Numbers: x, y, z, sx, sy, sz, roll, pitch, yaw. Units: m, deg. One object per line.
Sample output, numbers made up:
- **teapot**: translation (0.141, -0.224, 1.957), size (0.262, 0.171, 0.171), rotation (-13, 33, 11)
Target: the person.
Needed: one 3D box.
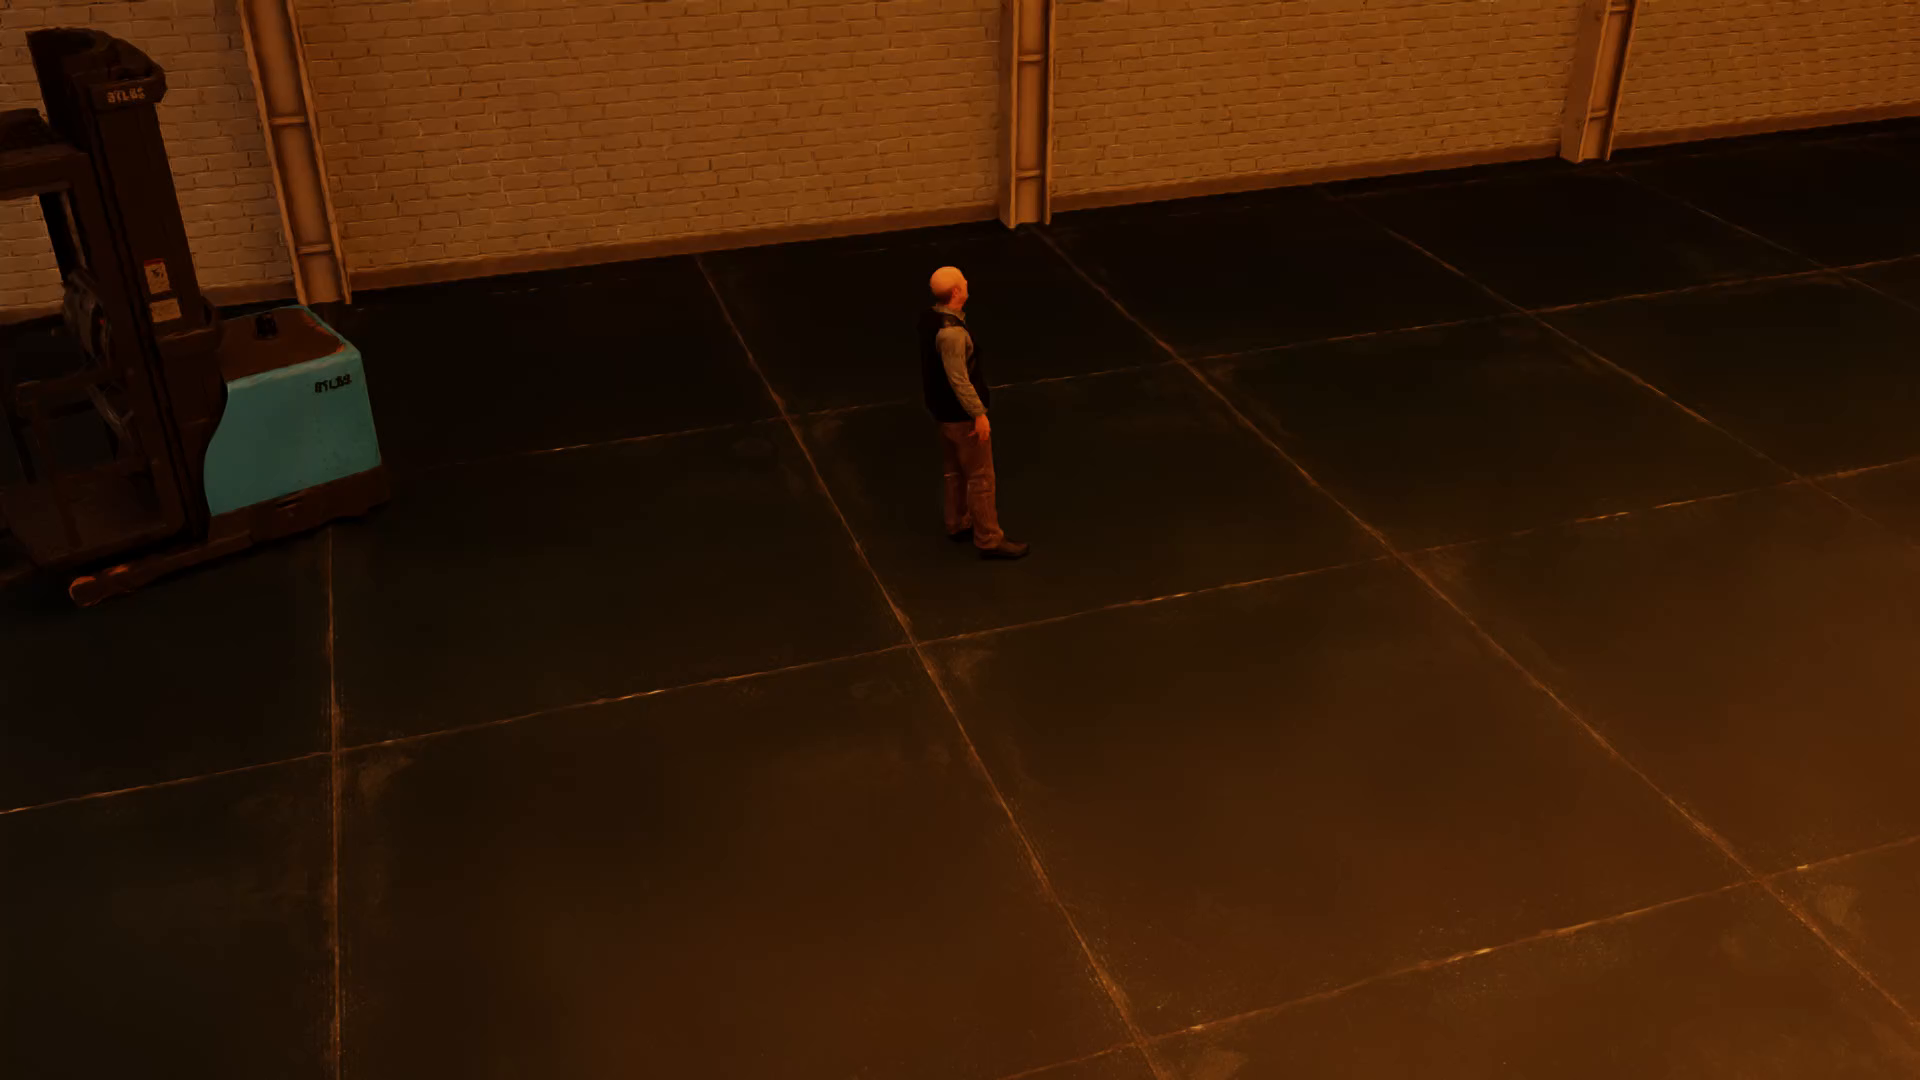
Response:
- **person**: translation (0.062, -0.759, 9.604), size (0.567, 1.720, 0.632), rotation (-10, 31, -16)

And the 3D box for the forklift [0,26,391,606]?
- **forklift**: translation (-5.012, -1.194, 9.163), size (3.031, 2.935, 1.130), rotation (-22, 36, -33)
